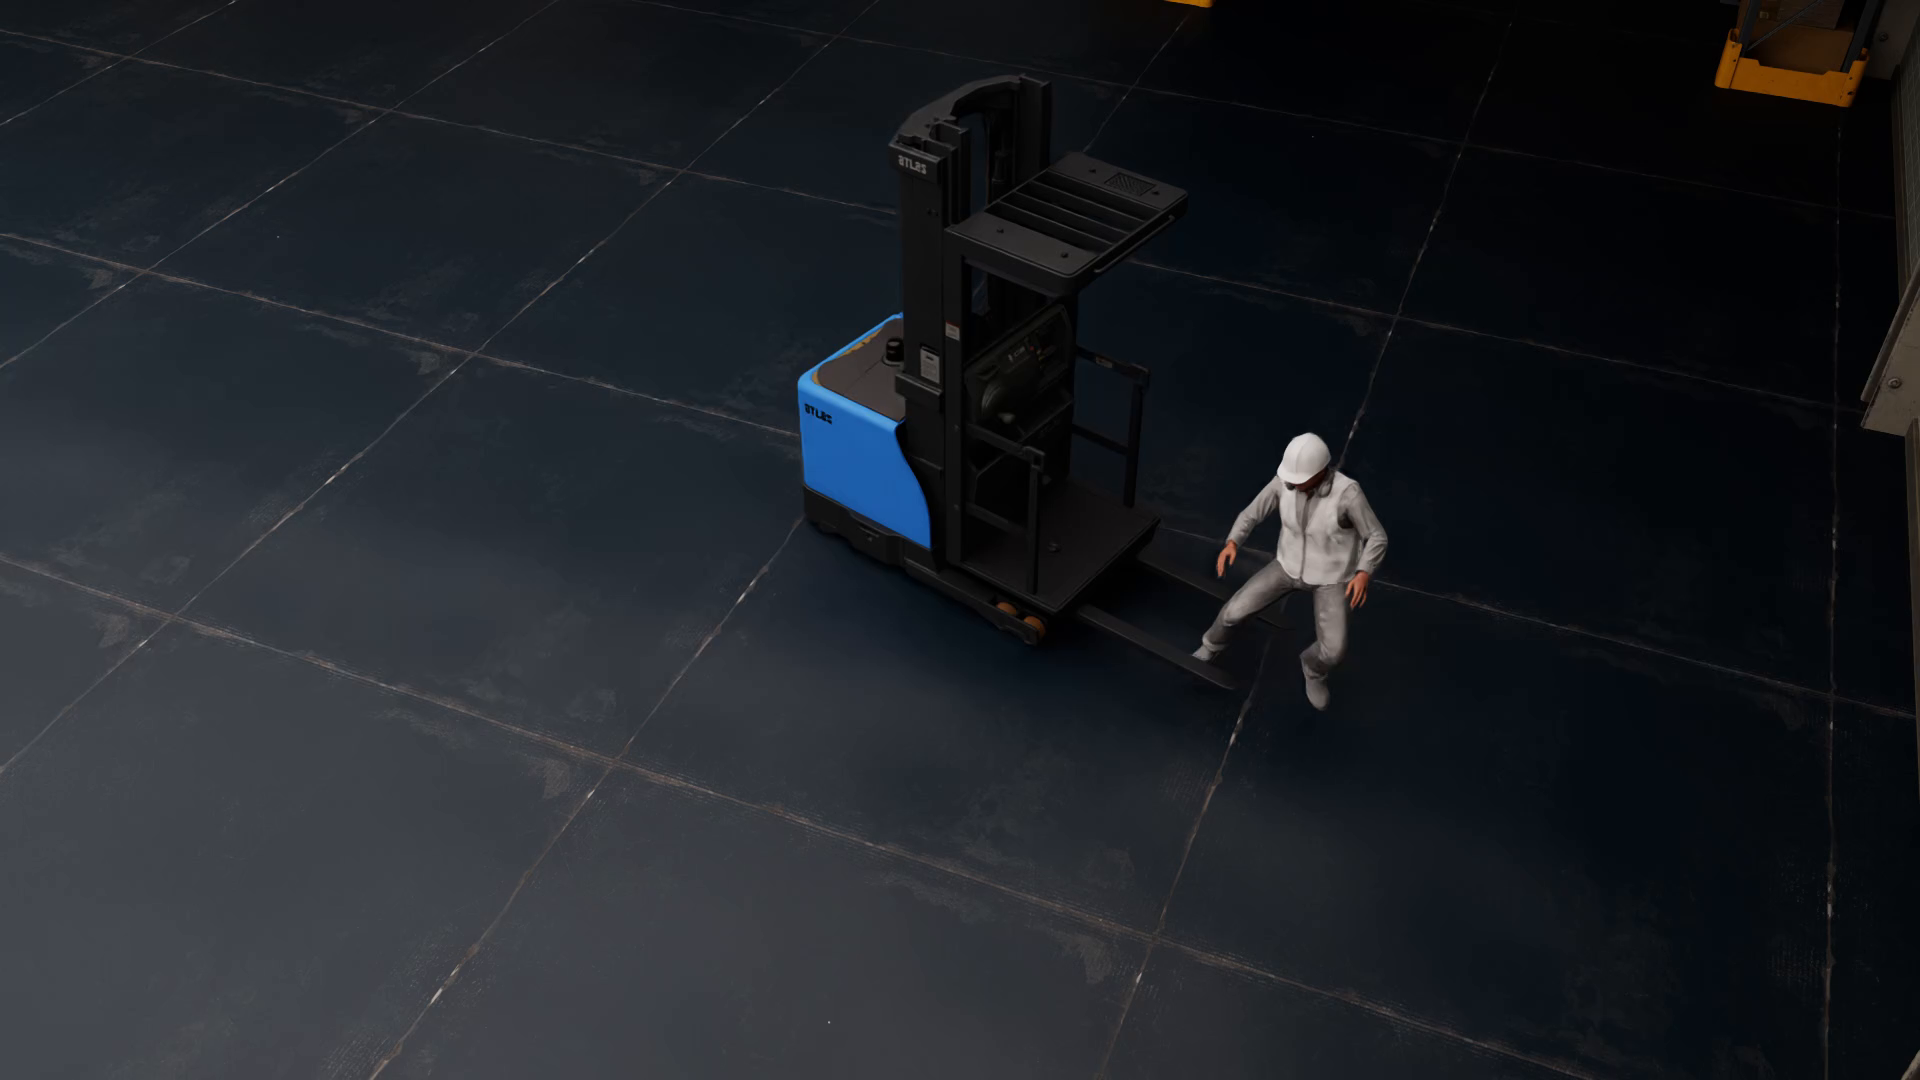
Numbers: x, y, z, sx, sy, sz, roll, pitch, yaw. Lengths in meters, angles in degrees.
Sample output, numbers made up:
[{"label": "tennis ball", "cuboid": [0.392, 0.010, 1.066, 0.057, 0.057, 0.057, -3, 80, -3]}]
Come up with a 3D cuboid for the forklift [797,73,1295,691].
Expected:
[{"label": "forklift", "cuboid": [0.497, -0.908, 9.092, 3.031, 2.935, 1.130, 27, 47, 28]}]

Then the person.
[{"label": "person", "cuboid": [1.731, 0.179, 8.657, 0.934, 1.581, 0.772, 26, 46, 28]}]
